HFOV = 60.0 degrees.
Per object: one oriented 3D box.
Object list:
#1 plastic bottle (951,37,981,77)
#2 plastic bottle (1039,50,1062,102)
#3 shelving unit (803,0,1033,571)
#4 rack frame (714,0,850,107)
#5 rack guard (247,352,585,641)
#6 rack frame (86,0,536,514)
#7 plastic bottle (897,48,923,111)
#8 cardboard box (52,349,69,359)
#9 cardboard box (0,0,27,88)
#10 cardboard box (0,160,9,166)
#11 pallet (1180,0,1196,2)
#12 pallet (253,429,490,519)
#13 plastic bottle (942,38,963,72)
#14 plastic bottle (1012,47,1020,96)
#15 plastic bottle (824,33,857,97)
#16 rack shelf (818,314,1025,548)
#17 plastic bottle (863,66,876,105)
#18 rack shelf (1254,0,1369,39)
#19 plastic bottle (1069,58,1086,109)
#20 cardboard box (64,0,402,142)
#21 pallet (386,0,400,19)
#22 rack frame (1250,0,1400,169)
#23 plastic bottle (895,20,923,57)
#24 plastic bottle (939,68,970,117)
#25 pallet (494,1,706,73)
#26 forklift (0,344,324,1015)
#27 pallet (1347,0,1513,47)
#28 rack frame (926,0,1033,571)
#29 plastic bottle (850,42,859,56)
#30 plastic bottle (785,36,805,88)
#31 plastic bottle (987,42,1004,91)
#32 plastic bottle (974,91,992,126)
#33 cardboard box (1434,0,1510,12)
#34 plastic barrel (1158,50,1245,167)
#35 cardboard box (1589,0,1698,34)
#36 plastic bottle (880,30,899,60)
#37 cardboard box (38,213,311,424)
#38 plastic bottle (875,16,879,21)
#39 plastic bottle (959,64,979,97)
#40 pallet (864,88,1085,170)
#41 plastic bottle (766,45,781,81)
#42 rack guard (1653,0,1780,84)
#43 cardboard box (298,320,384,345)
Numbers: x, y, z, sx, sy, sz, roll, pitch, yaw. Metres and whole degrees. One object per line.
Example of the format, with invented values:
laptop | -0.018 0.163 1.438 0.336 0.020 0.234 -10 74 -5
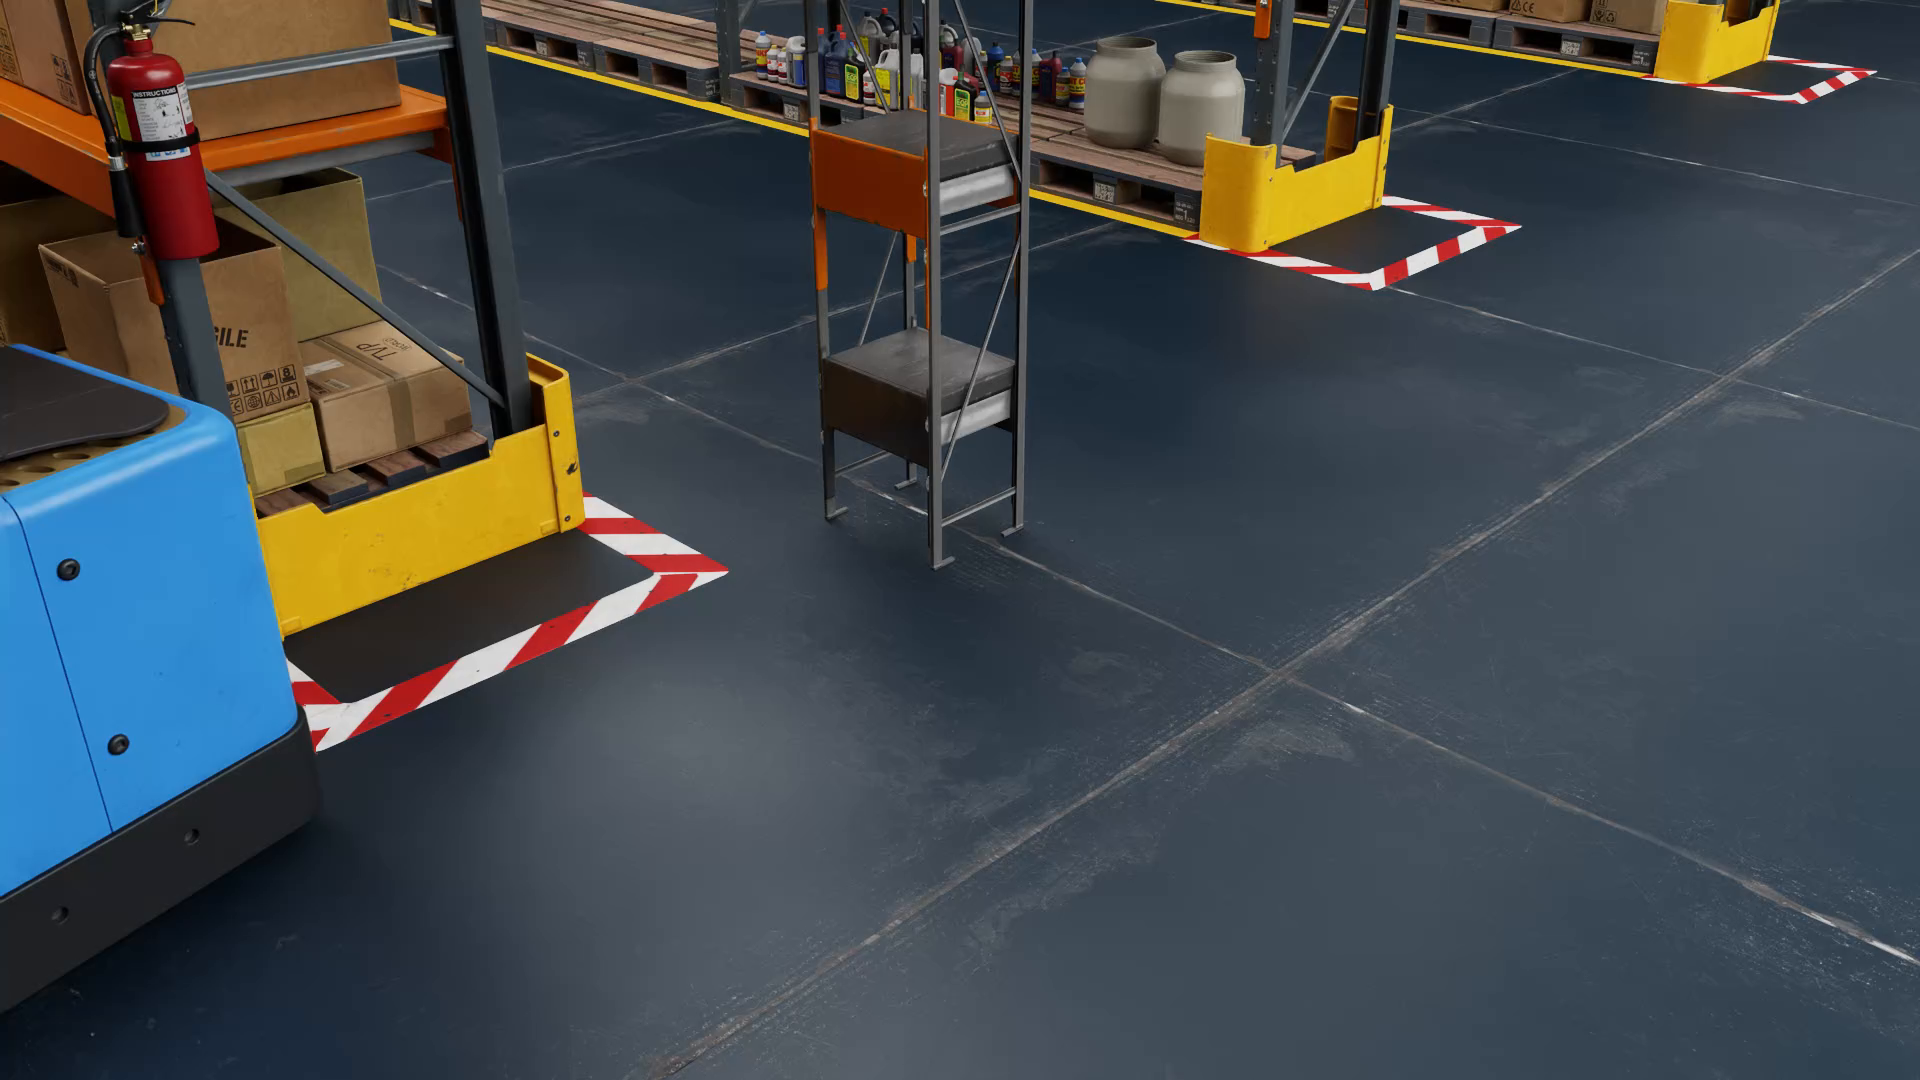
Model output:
plastic bottle | 0.032 -2.862 9.924 0.152 0.276 0.135 -25 36 -38
plastic bottle | 0.519 -2.672 9.554 0.061 0.283 0.133 -25 36 -38
shelving unit | -0.118 -0.983 4.864 0.503 2.100 0.431 25 36 38
rack frame | -1.110 -4.210 10.033 0.127 3.000 1.000 25 36 38
rack guard | -1.716 -0.148 4.993 0.348 0.500 1.175 25 36 38
rack frame | -1.733 -1.262 4.427 0.127 3.000 1.000 25 36 38
plastic bottle | -0.255 -2.570 9.288 0.144 0.351 0.185 -24 36 -37
cardboard box | -2.688 -0.467 5.418 0.500 0.250 0.500 25 36 38
cardboard box | -2.785 -1.796 5.336 0.500 0.500 0.700 25 37 39
cardboard box | -3.403 -1.124 5.862 0.500 0.500 0.500 25 36 38
pallet | 1.806 -4.873 14.290 1.213 0.211 1.003 25 36 38
pallet | -2.308 -0.263 5.524 1.213 0.211 1.003 25 36 38
plastic bottle | -0.043 -2.830 9.854 0.133 0.283 0.061 25 36 38
plastic bottle | 0.352 -2.731 9.680 0.097 0.271 0.097 0 28 0
plastic bottle | -0.691 -2.769 9.667 0.185 0.351 0.144 23 35 36
rack shelf | -0.118 -0.352 5.196 0.480 0.518 0.431 25 36 38
plastic bottle | -0.505 -2.603 9.511 0.097 0.201 0.097 0 28 0
rack shelf | 0.316 -3.239 8.959 4.000 0.370 1.077 25 36 38
plastic bottle | 0.668 -2.587 9.405 0.097 0.271 0.097 0 28 0
cardboard box | -2.057 -1.463 4.701 0.500 0.500 0.700 25 36 38
pallet | -4.554 -4.524 13.627 1.213 0.211 1.003 25 36 38
rack frame | 1.742 -2.904 7.551 0.127 3.000 1.000 25 36 38
plastic bottle | -0.312 -3.055 10.210 0.185 0.351 0.144 22 35 36
plastic bottle | -0.035 -2.439 9.119 0.135 0.276 0.152 25 37 39
pallet | -2.571 -3.617 11.902 1.213 0.211 1.003 25 36 38
forklift | -3.014 -0.792 3.607 3.031 2.935 1.130 16 32 28
pallet | 3.740 -4.014 12.656 1.213 0.211 1.003 25 36 38
rack frame | 0.056 -0.904 4.713 0.015 2.100 0.400 25 36 38
plastic bottle | -0.637 -2.788 9.789 0.097 0.271 0.097 0 28 0
plastic bottle | -0.940 -2.853 9.906 0.152 0.276 0.135 -24 36 -37
plastic bottle | 0.208 -2.797 9.805 0.097 0.271 0.097 0 28 0
plastic bottle | 0.125 -2.314 8.962 0.097 0.201 0.097 0 28 0
cardboard box | 3.898 -4.231 12.308 0.500 0.500 0.500 -21 34 -35
plastic barrel | 1.219 -2.179 8.392 0.421 0.512 0.421 0 28 0
cardboard box | 4.781 -3.837 11.559 0.500 0.500 0.500 -18 33 -30
plastic bottle | -0.398 -2.964 10.118 0.135 0.276 0.152 25 36 38
cardboard box | -2.324 -0.639 4.939 0.500 0.500 0.500 25 36 38
plastic bottle | -0.536 -3.155 10.472 0.061 0.283 0.133 -23 36 -37
plastic bottle | 0.039 -2.477 9.185 0.133 0.283 0.061 25 36 38
pallet | 0.214 -2.344 9.481 1.213 0.211 1.003 25 36 38
plastic bottle | -1.118 -2.883 10.044 0.097 0.201 0.097 0 28 0
rack guard | 5.161 -3.467 11.305 0.348 0.500 1.175 25 36 38
cardboard box | -2.319 -0.641 5.750 0.500 0.250 0.500 25 36 38
